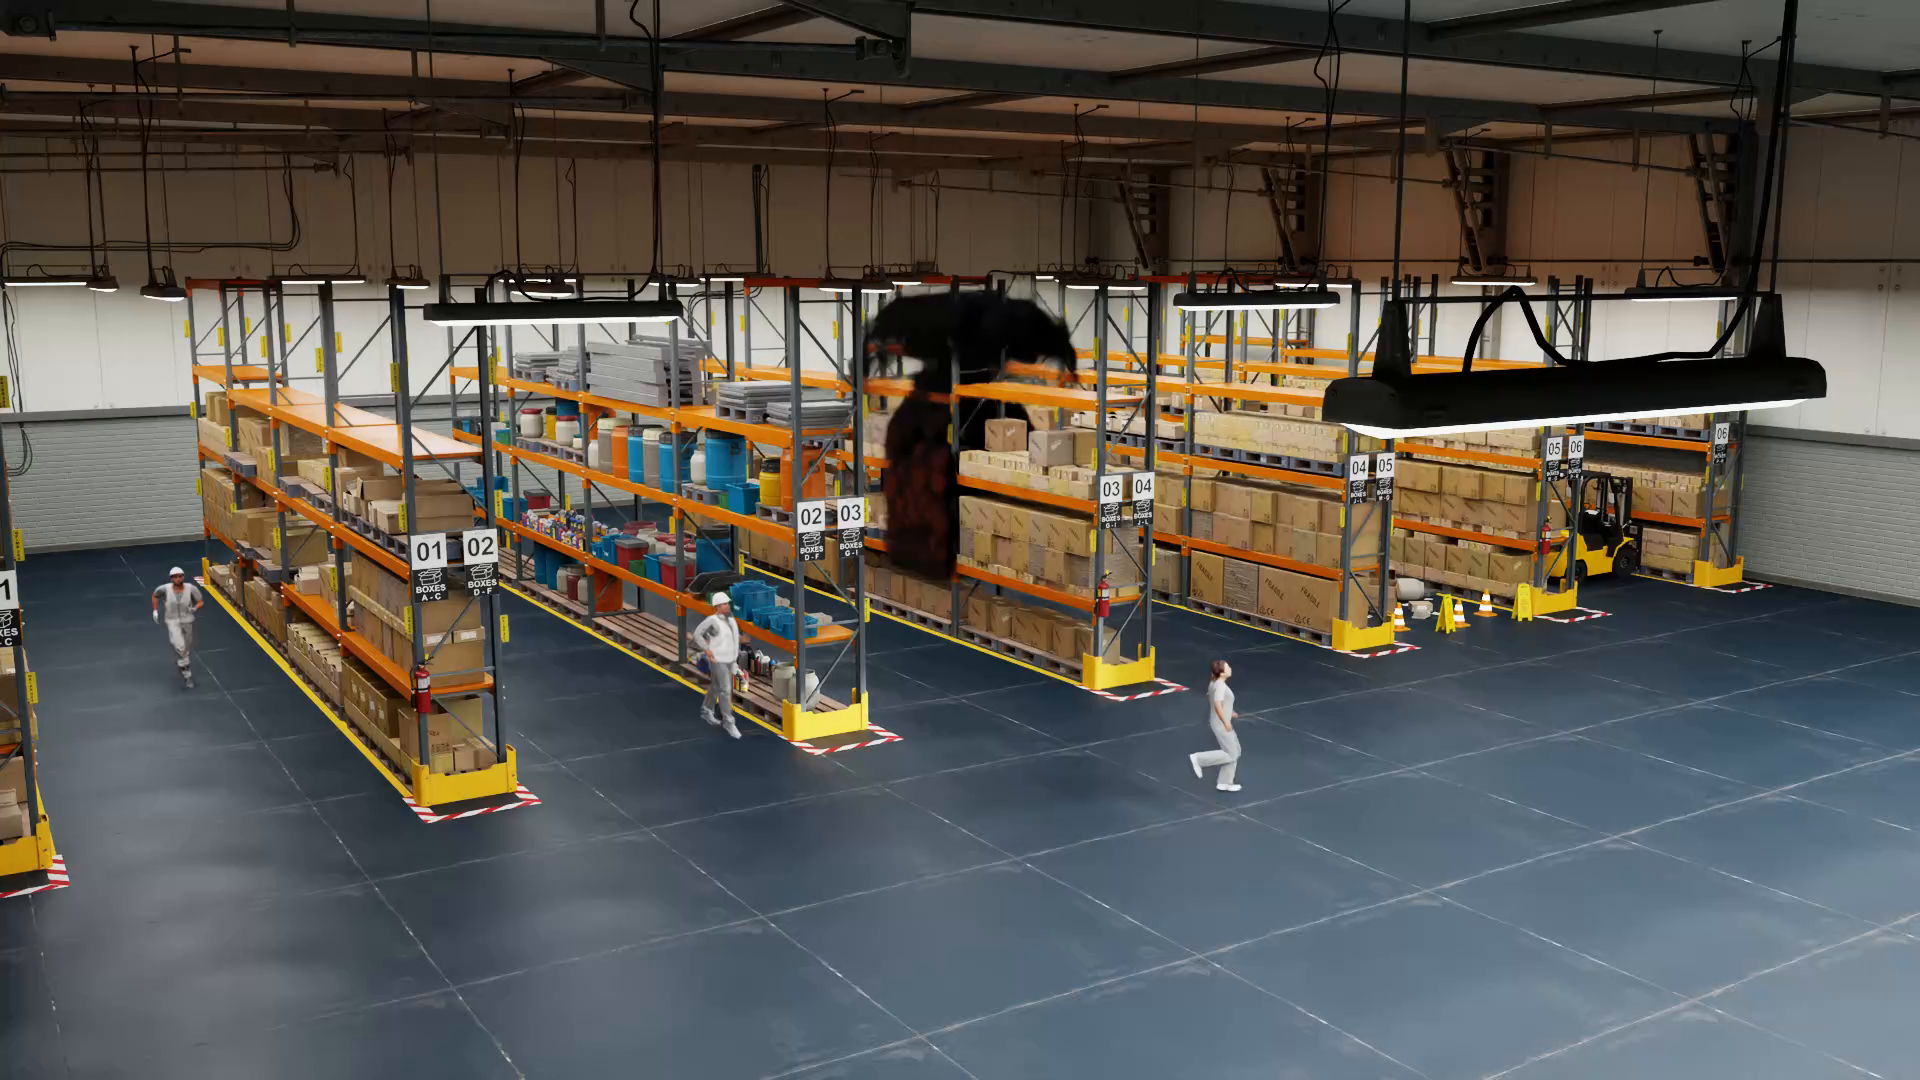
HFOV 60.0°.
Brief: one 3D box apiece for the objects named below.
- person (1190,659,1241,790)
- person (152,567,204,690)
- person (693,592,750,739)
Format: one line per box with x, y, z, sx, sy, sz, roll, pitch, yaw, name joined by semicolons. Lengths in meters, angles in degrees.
3.077;2.227;19.974;0.643;1.619;0.582;0;10;0;person
-11.751;1.277;25.052;0.688;1.807;1.018;-6;11;-32;person
-3.068;1.602;21.530;0.757;1.874;0.641;4;10;22;person
